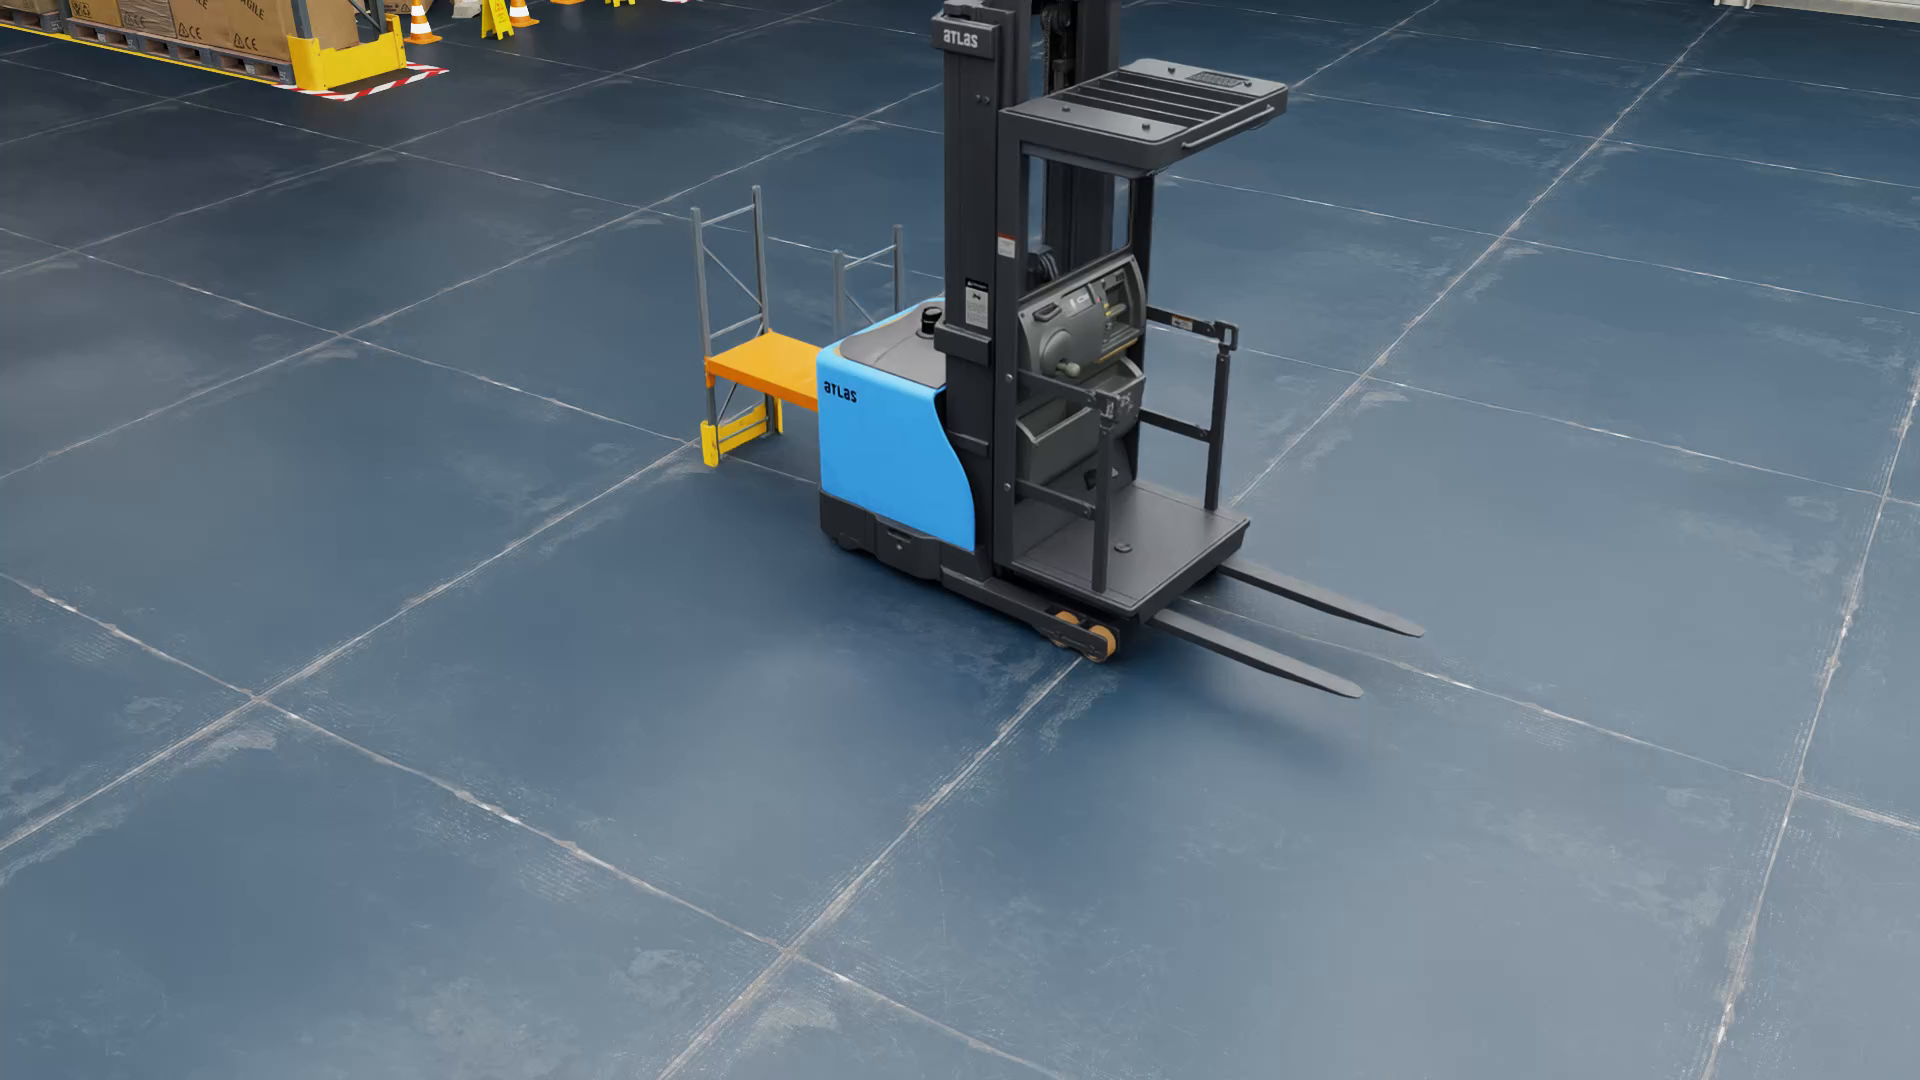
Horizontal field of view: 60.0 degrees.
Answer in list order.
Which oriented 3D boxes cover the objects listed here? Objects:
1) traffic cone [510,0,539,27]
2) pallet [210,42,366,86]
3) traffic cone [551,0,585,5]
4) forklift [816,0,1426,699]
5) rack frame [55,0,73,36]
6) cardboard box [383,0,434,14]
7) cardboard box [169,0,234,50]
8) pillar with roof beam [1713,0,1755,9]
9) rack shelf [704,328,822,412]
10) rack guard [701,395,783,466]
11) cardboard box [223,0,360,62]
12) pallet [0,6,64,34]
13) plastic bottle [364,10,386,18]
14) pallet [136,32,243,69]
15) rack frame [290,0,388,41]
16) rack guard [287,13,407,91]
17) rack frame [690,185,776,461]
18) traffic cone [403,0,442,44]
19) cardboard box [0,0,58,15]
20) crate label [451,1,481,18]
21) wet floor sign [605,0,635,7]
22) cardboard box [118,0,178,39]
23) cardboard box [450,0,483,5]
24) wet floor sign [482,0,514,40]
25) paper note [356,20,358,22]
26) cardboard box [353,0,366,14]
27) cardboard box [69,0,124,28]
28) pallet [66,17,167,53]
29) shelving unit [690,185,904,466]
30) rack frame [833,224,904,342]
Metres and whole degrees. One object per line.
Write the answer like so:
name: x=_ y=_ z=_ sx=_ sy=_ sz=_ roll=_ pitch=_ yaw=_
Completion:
traffic cone: x=-4.945 y=-6.021 z=18.611 sx=0.334 sy=0.463 sz=0.336 roll=18 pitch=35 yaw=27
pallet: x=-6.857 y=-4.953 z=17.031 sx=1.213 sy=0.211 sz=1.003 roll=18 pitch=35 yaw=27
traffic cone: x=-4.642 y=-6.586 z=19.579 sx=0.334 sy=0.463 sz=0.336 roll=18 pitch=35 yaw=27
forklift: x=0.736 y=-0.999 z=7.555 sx=3.031 sy=2.935 sz=1.130 roll=22 pitch=37 yaw=33
rack frame: x=-9.526 y=-7.049 z=17.855 sx=0.127 sy=3.000 sz=1.000 roll=18 pitch=35 yaw=27
cardboard box: x=-6.426 y=-6.429 z=19.270 sx=0.637 sy=0.503 sz=0.797 roll=-4 pitch=30 yaw=-7
cardboard box: x=-7.494 y=-5.629 z=17.114 sx=0.875 sy=0.875 sz=0.875 roll=17 pitch=34 yaw=27
pillar with roof beam: x=6.808 y=-8.347 z=14.127 sx=0.400 sy=9.000 sz=9.100 roll=18 pitch=35 yaw=27
rack shelf: x=-0.860 y=-0.877 z=9.122 sx=1.000 sy=0.185 sz=0.538 roll=22 pitch=37 yaw=33
rack guard: x=-1.257 y=-0.652 z=9.619 sx=0.087 sy=0.250 sz=0.587 roll=22 pitch=37 yaw=33
cardboard box: x=-6.748 y=-5.394 z=16.711 sx=0.875 sy=0.875 sz=0.875 roll=18 pitch=35 yaw=28
pallet: x=-10.220 y=-6.019 z=18.857 sx=1.213 sy=0.211 sz=1.003 roll=18 pitch=35 yaw=27
plastic bottle: x=-6.702 y=-5.994 z=18.963 sx=0.283 sy=0.061 sz=0.133 roll=6 pitch=31 yaw=10
pallet: x=-7.886 y=-5.281 z=17.592 sx=1.213 sy=0.211 sz=1.003 roll=18 pitch=35 yaw=27
rack frame: x=-6.138 y=-5.977 z=16.019 sx=0.127 sy=3.000 sz=1.000 roll=18 pitch=35 yaw=27
rack guard: x=-6.118 y=-4.891 z=16.638 sx=0.348 sy=0.500 sz=1.175 roll=18 pitch=35 yaw=27
rack frame: x=-1.258 y=-1.192 z=9.305 sx=0.032 sy=1.500 sz=0.500 roll=22 pitch=37 yaw=33
traffic cone: x=-5.833 y=-5.630 z=17.941 sx=0.334 sy=0.463 sz=0.336 roll=18 pitch=35 yaw=27
cardboard box: x=-10.100 y=-6.386 z=18.536 sx=0.750 sy=0.750 sz=1.050 roll=17 pitch=34 yaw=27
crate label: x=-5.643 y=-6.064 z=19.009 sx=0.298 sy=0.136 sz=0.250 roll=1 pitch=30 yaw=2
wet floor sign: x=-4.000 y=-6.592 z=19.410 sx=0.267 sy=0.644 sz=0.232 roll=-21 pitch=36 yaw=-32
cardboard box: x=-8.265 y=-5.874 z=17.534 sx=0.875 sy=0.875 sz=0.875 roll=18 pitch=35 yaw=28
cardboard box: x=-5.776 y=-6.374 z=19.529 sx=0.380 sy=0.149 sz=0.250 roll=-15 pitch=33 yaw=-24
wet floor sign: x=-5.061 y=-5.797 z=18.047 sx=0.232 sy=0.644 sz=0.267 roll=12 pitch=32 yaw=19
paper note: x=-6.837 y=-5.870 z=18.803 sx=0.032 sy=0.001 sz=0.123 roll=-15 pitch=33 yaw=-24
cardboard box: x=-7.091 y=-6.193 z=19.103 sx=0.258 sy=0.266 sz=0.396 roll=24 pitch=38 yaw=35
cardboard box: x=-9.031 y=-6.114 z=17.945 sx=0.875 sy=0.875 sz=0.875 roll=18 pitch=35 yaw=28
pallet: x=-8.924 y=-5.607 z=18.152 sx=1.213 sy=0.211 sz=1.003 roll=18 pitch=35 yaw=27
shelving unit: x=-0.867 y=-1.035 z=9.036 sx=1.083 sy=1.500 sz=0.587 roll=22 pitch=37 yaw=33
rack frame: x=-0.462 y=-0.873 z=8.758 sx=0.032 sy=1.500 sz=0.500 roll=22 pitch=37 yaw=33
